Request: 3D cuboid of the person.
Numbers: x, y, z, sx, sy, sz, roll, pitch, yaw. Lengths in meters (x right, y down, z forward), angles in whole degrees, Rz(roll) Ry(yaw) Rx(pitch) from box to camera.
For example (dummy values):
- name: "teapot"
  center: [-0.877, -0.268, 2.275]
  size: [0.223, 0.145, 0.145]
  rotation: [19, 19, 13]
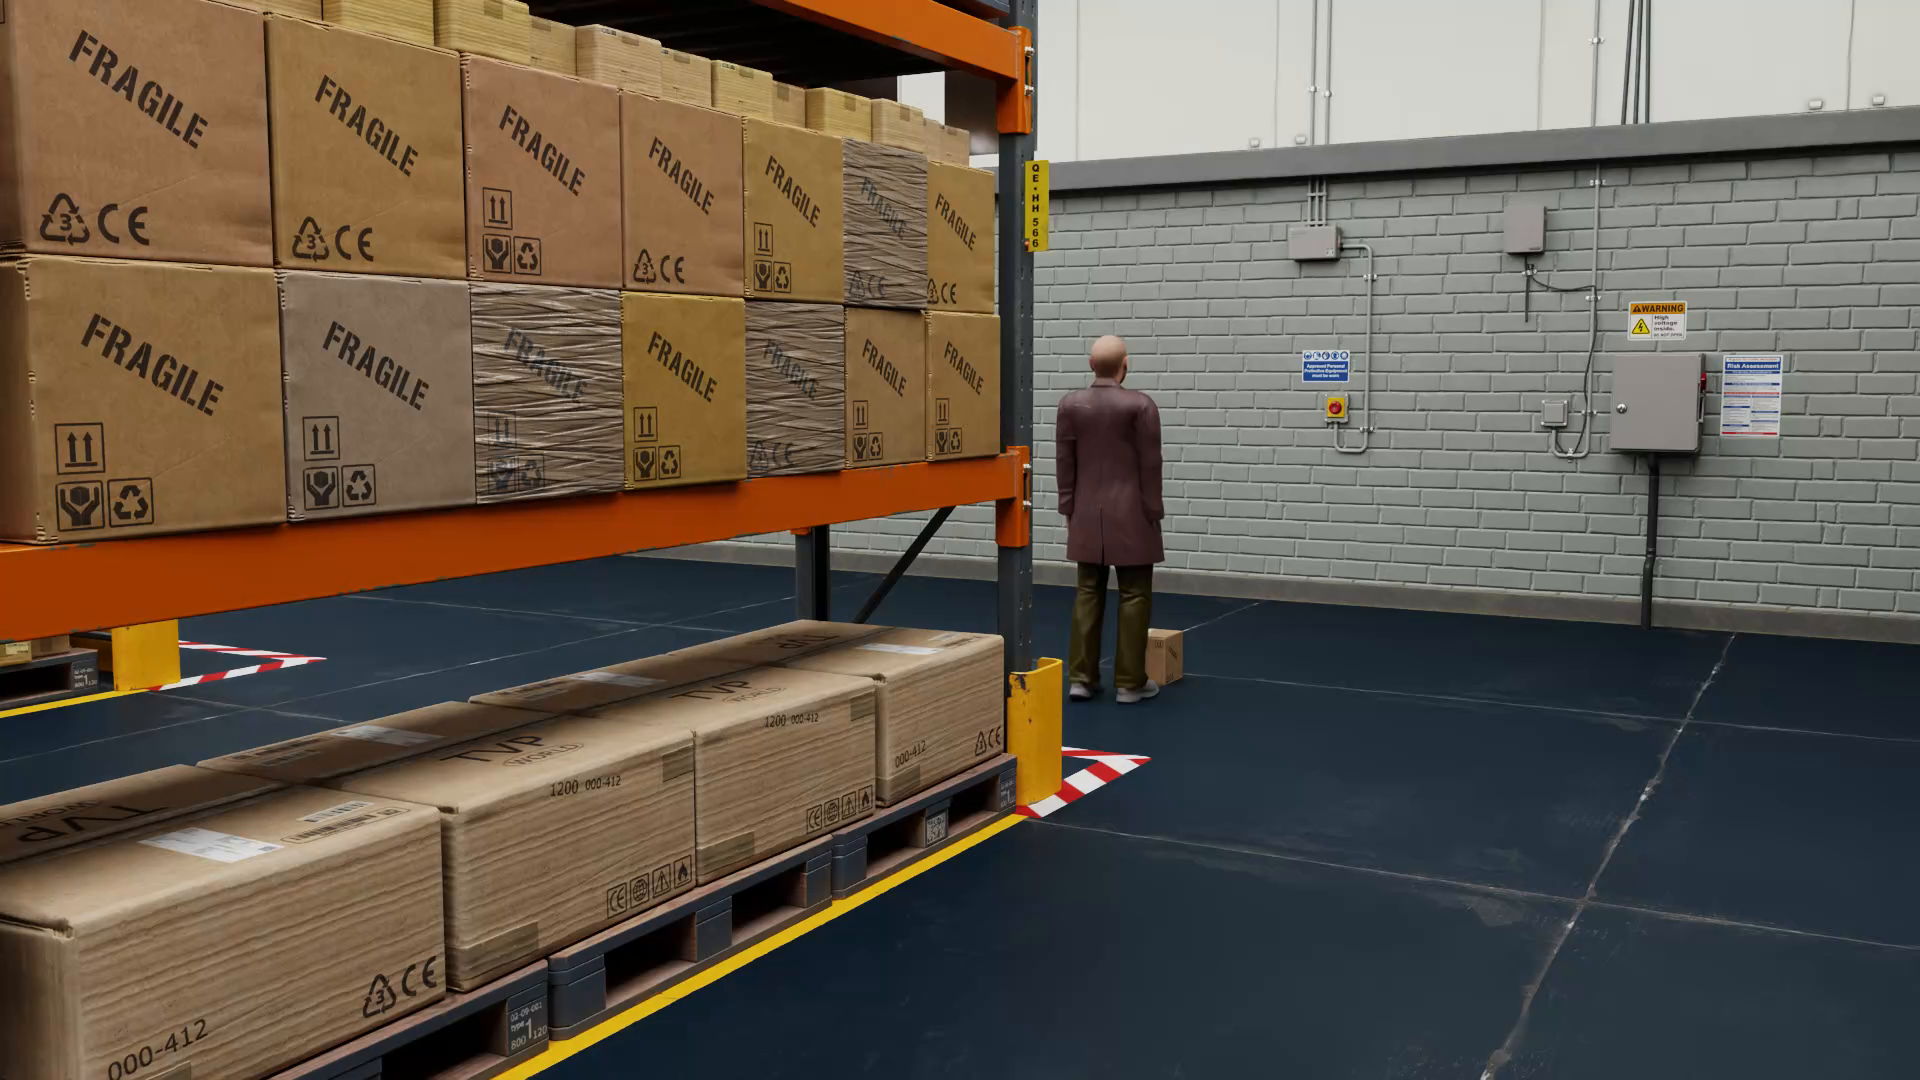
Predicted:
- name: "person"
  center: [0.737, -0.091, 8.133]
  size: [0.560, 1.809, 0.413]
  rotation: [3, 7, 30]
